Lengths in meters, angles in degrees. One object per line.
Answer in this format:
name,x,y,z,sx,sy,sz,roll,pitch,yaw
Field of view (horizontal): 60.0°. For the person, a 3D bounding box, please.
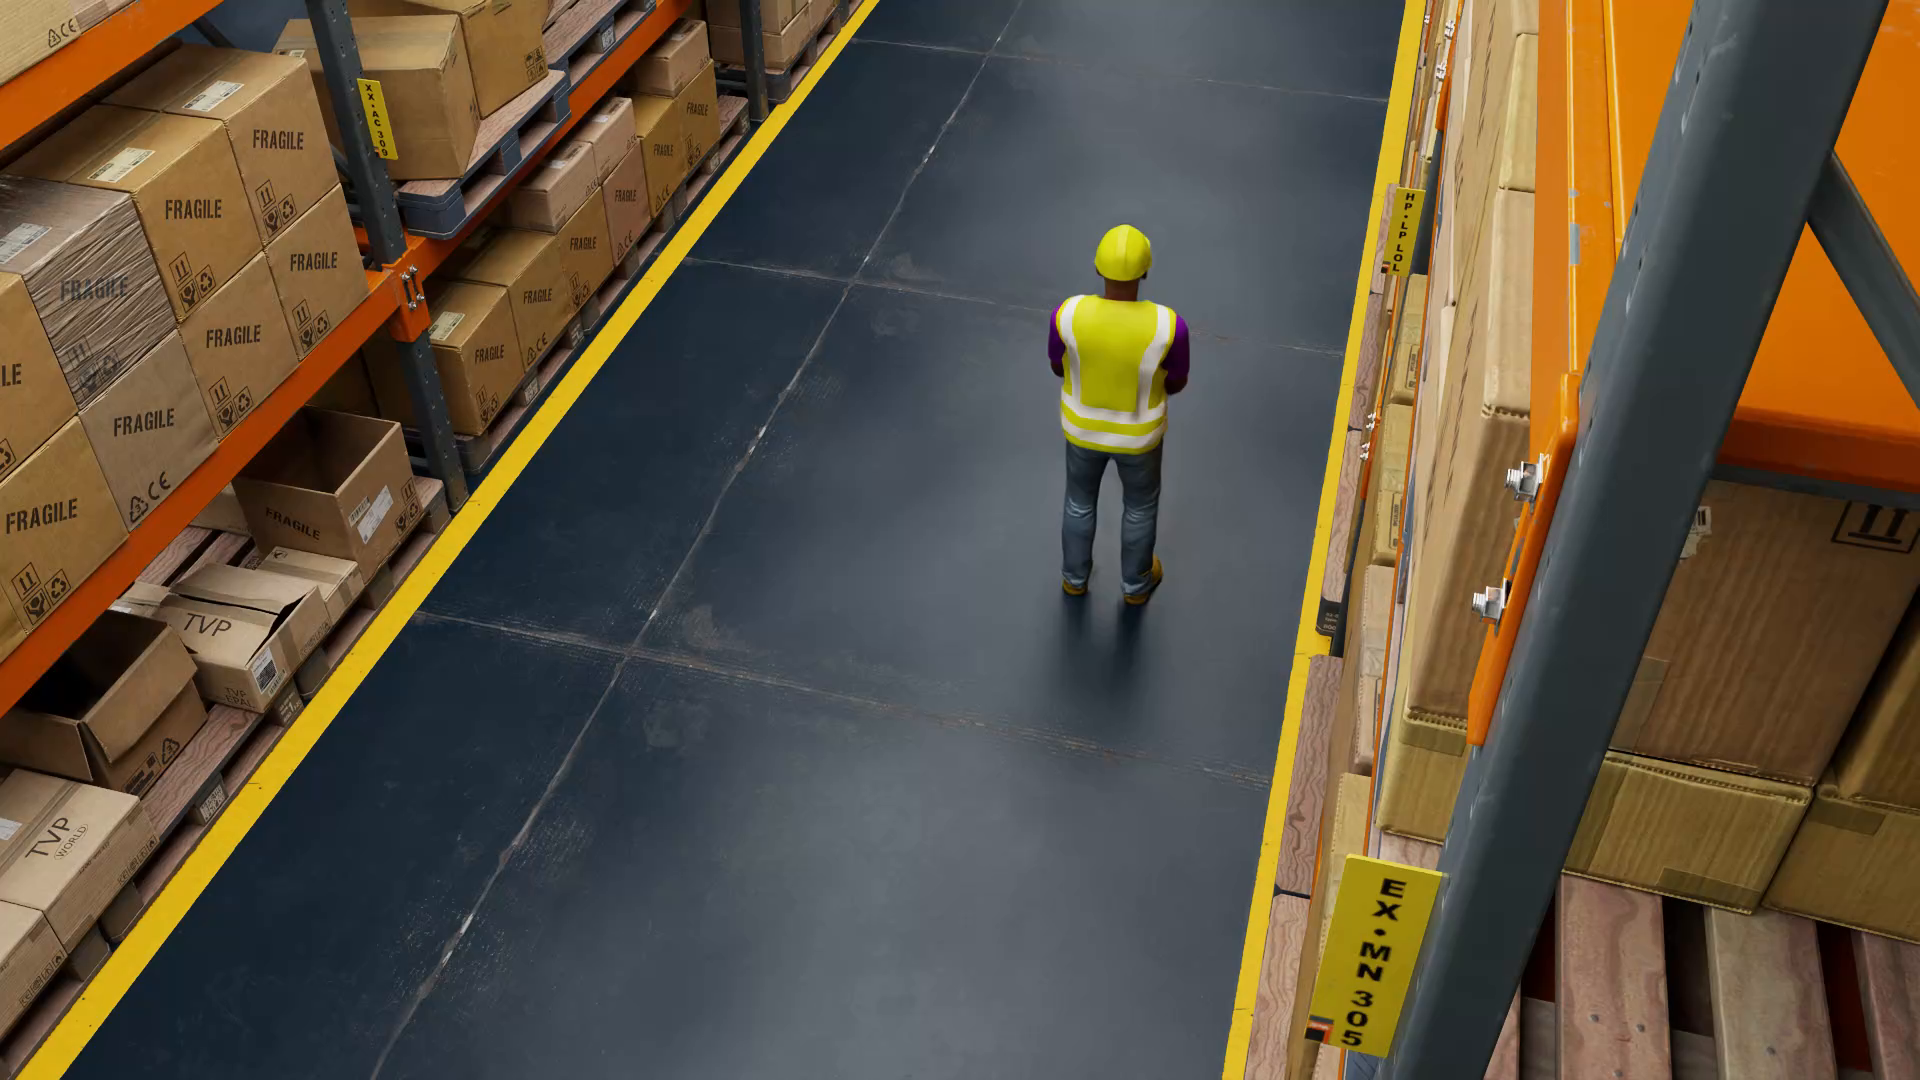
person,0.633,-0.510,6.730,0.558,1.769,0.520,10,42,11
